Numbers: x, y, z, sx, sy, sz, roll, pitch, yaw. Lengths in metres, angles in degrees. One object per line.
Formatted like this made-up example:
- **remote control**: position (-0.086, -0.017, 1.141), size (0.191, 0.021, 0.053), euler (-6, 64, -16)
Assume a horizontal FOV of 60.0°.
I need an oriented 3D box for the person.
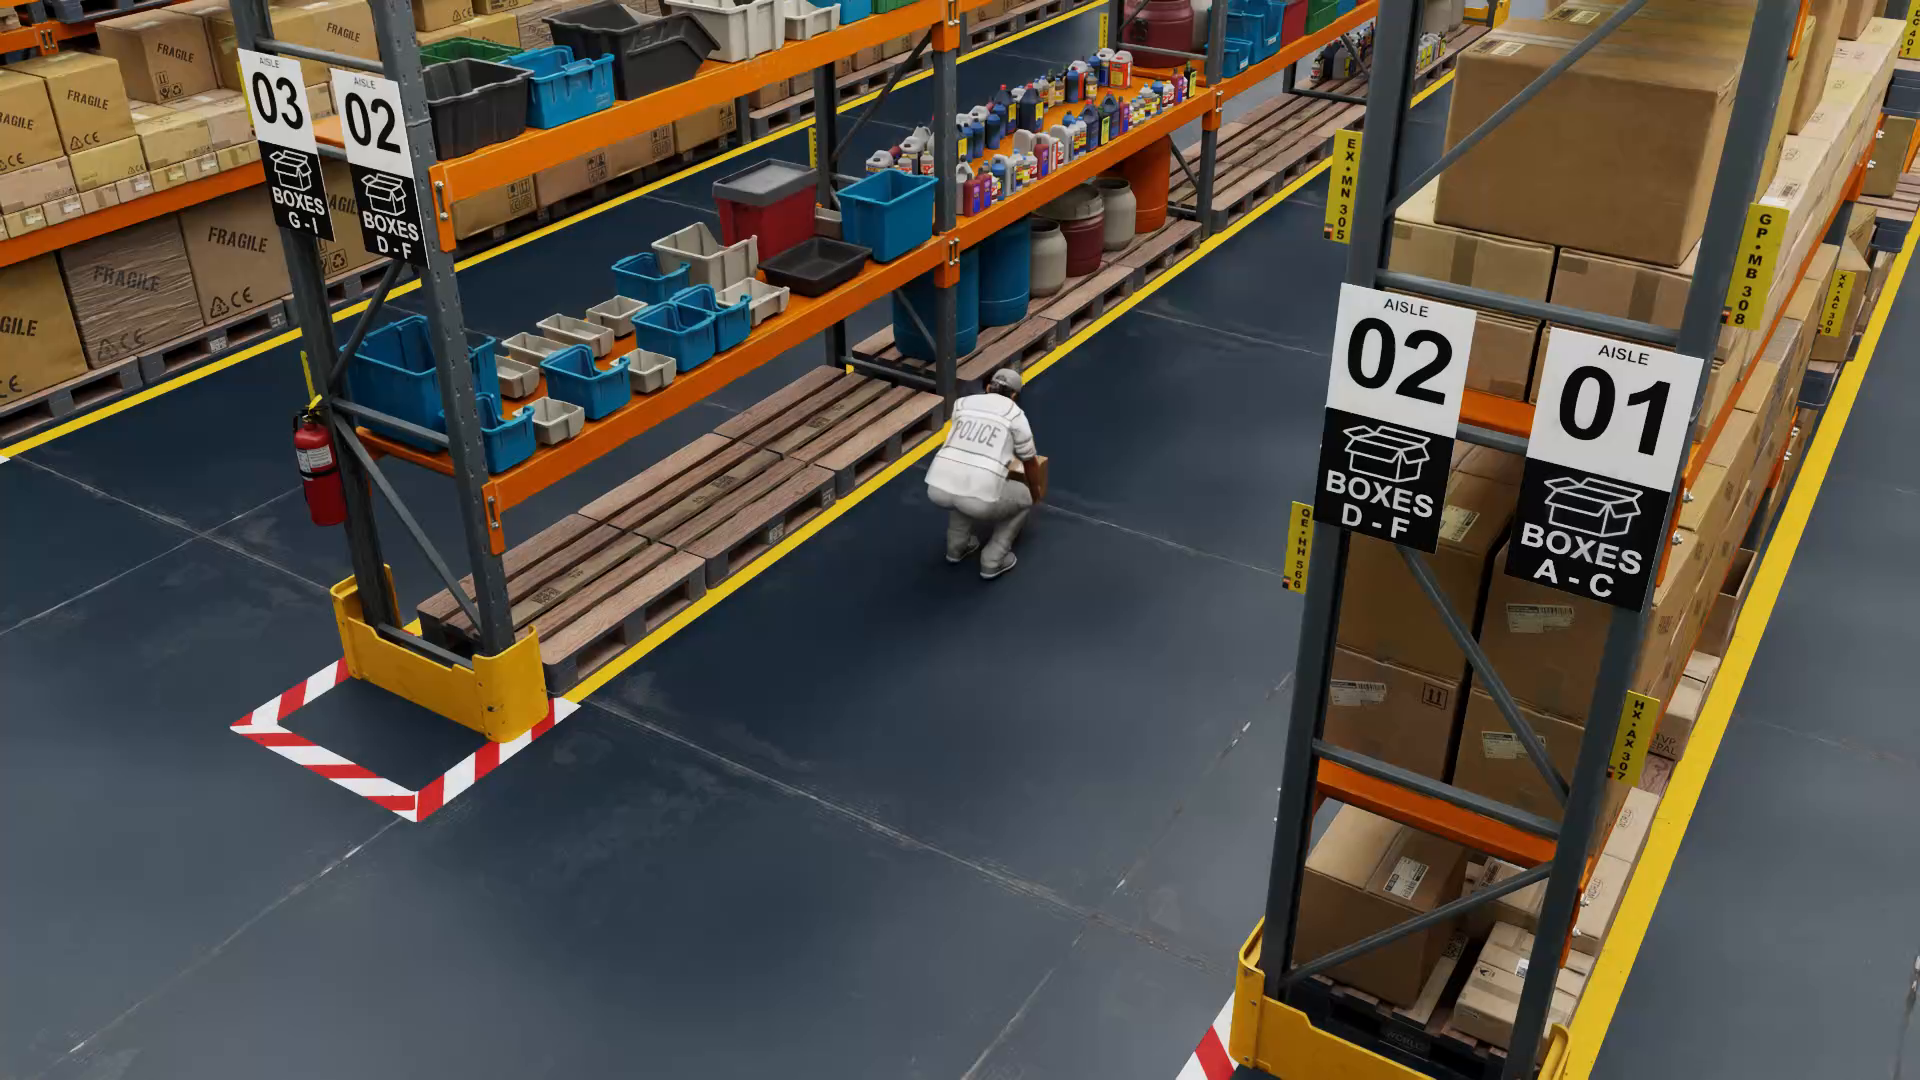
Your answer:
- **person**: position (0.126, -0.366, 9.395), size (0.532, 1.061, 0.832), euler (18, 35, 27)
